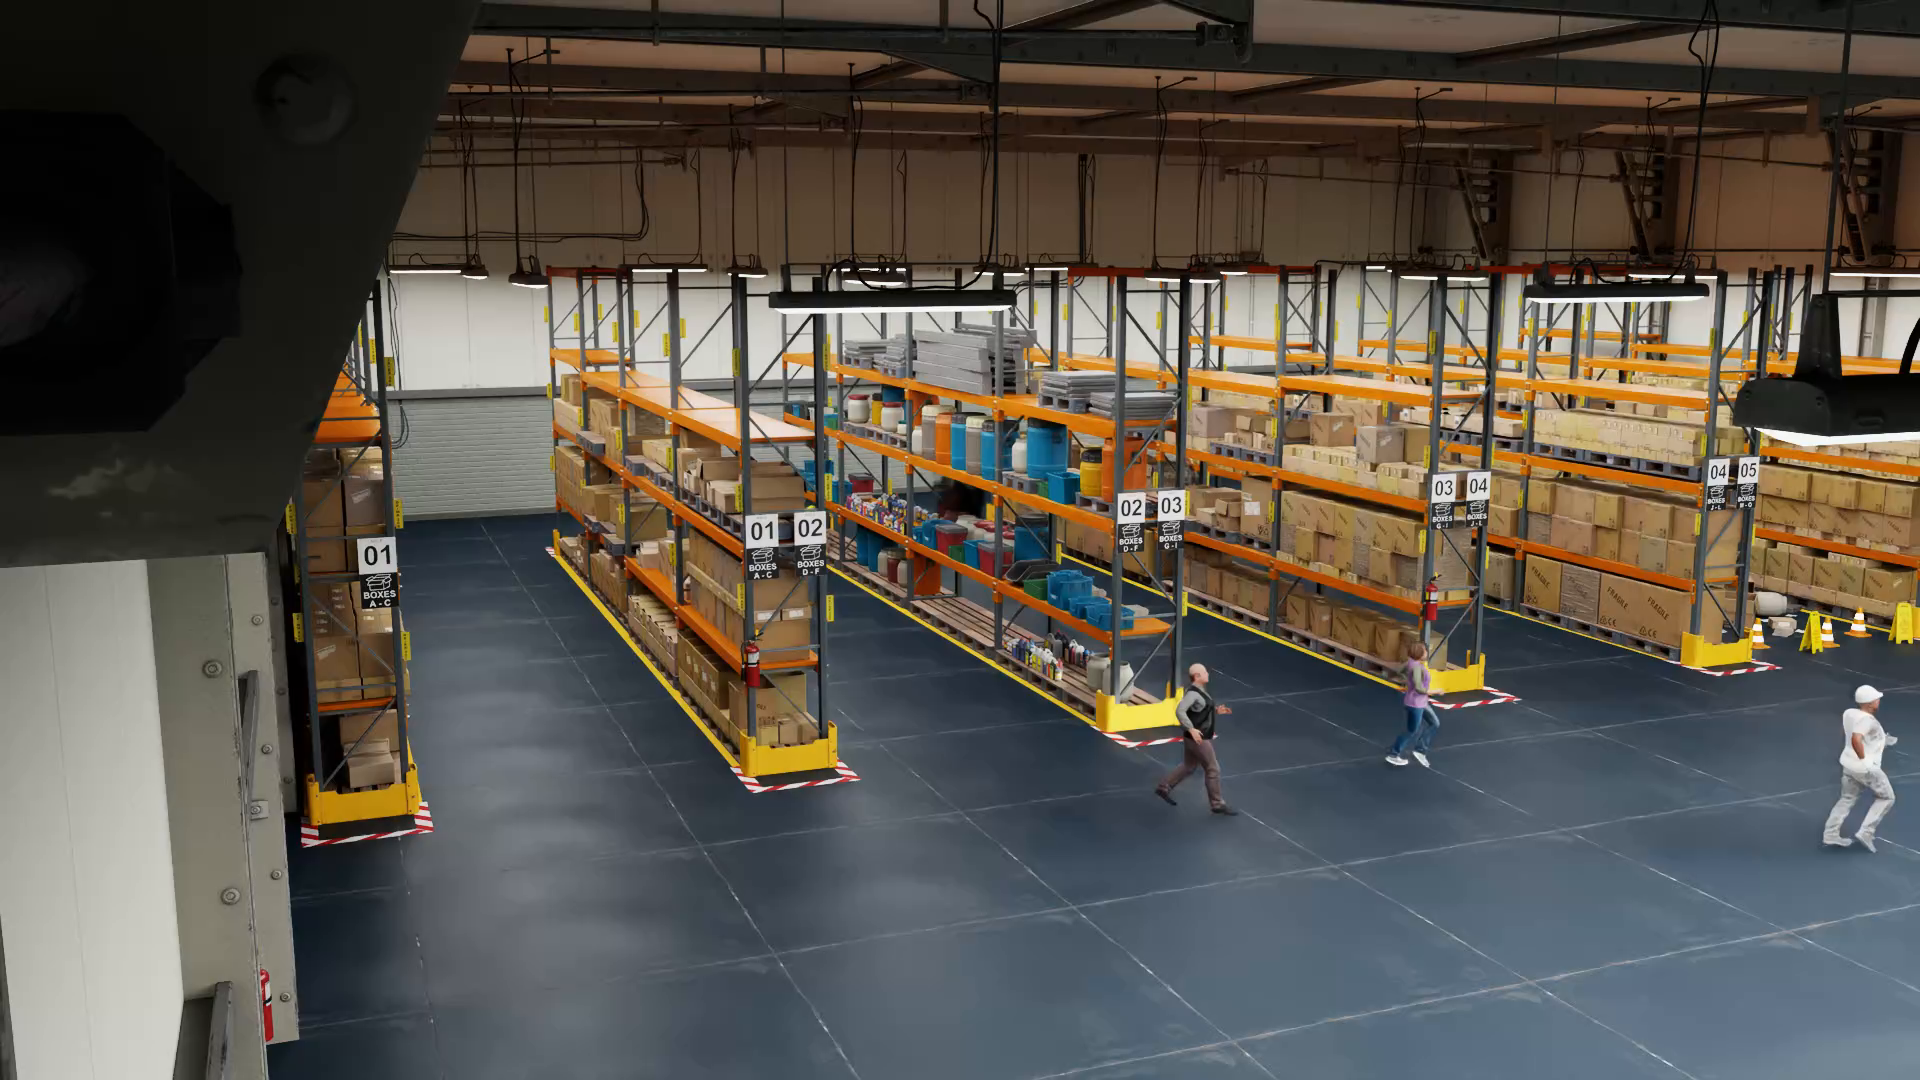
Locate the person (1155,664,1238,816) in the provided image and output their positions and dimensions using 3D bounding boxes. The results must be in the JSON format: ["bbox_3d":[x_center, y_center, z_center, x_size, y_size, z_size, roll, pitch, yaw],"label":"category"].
[{"bbox_3d":[2.677,2.232,18.721,0.947,1.715,0.658,1,10,7],"label":"person"}]

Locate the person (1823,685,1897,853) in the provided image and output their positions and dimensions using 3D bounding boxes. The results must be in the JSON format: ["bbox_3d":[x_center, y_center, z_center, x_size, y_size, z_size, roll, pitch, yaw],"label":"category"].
[{"bbox_3d":[9.587,2.429,17.627,0.702,1.805,0.671,0,10,-2],"label":"person"}]

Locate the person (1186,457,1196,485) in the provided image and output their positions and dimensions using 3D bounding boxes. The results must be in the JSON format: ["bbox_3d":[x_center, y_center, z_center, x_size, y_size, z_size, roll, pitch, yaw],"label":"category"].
[{"bbox_3d":[5.072,-1.043,37.579,0.716,1.789,0.989,-4,11,-24],"label":"person"}]

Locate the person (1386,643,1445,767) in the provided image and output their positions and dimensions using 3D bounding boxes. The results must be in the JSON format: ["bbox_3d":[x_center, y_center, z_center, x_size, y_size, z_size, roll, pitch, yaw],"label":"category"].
[{"bbox_3d":[5.614,2.033,20.470,0.672,1.596,0.543,2,10,13],"label":"person"}]

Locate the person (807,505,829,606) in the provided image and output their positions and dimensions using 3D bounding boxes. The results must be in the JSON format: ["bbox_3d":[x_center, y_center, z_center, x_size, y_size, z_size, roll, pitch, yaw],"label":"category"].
[{"bbox_3d":[-2.438,0.250,28.055,0.673,1.690,0.695,-6,12,-31],"label":"person"}]
